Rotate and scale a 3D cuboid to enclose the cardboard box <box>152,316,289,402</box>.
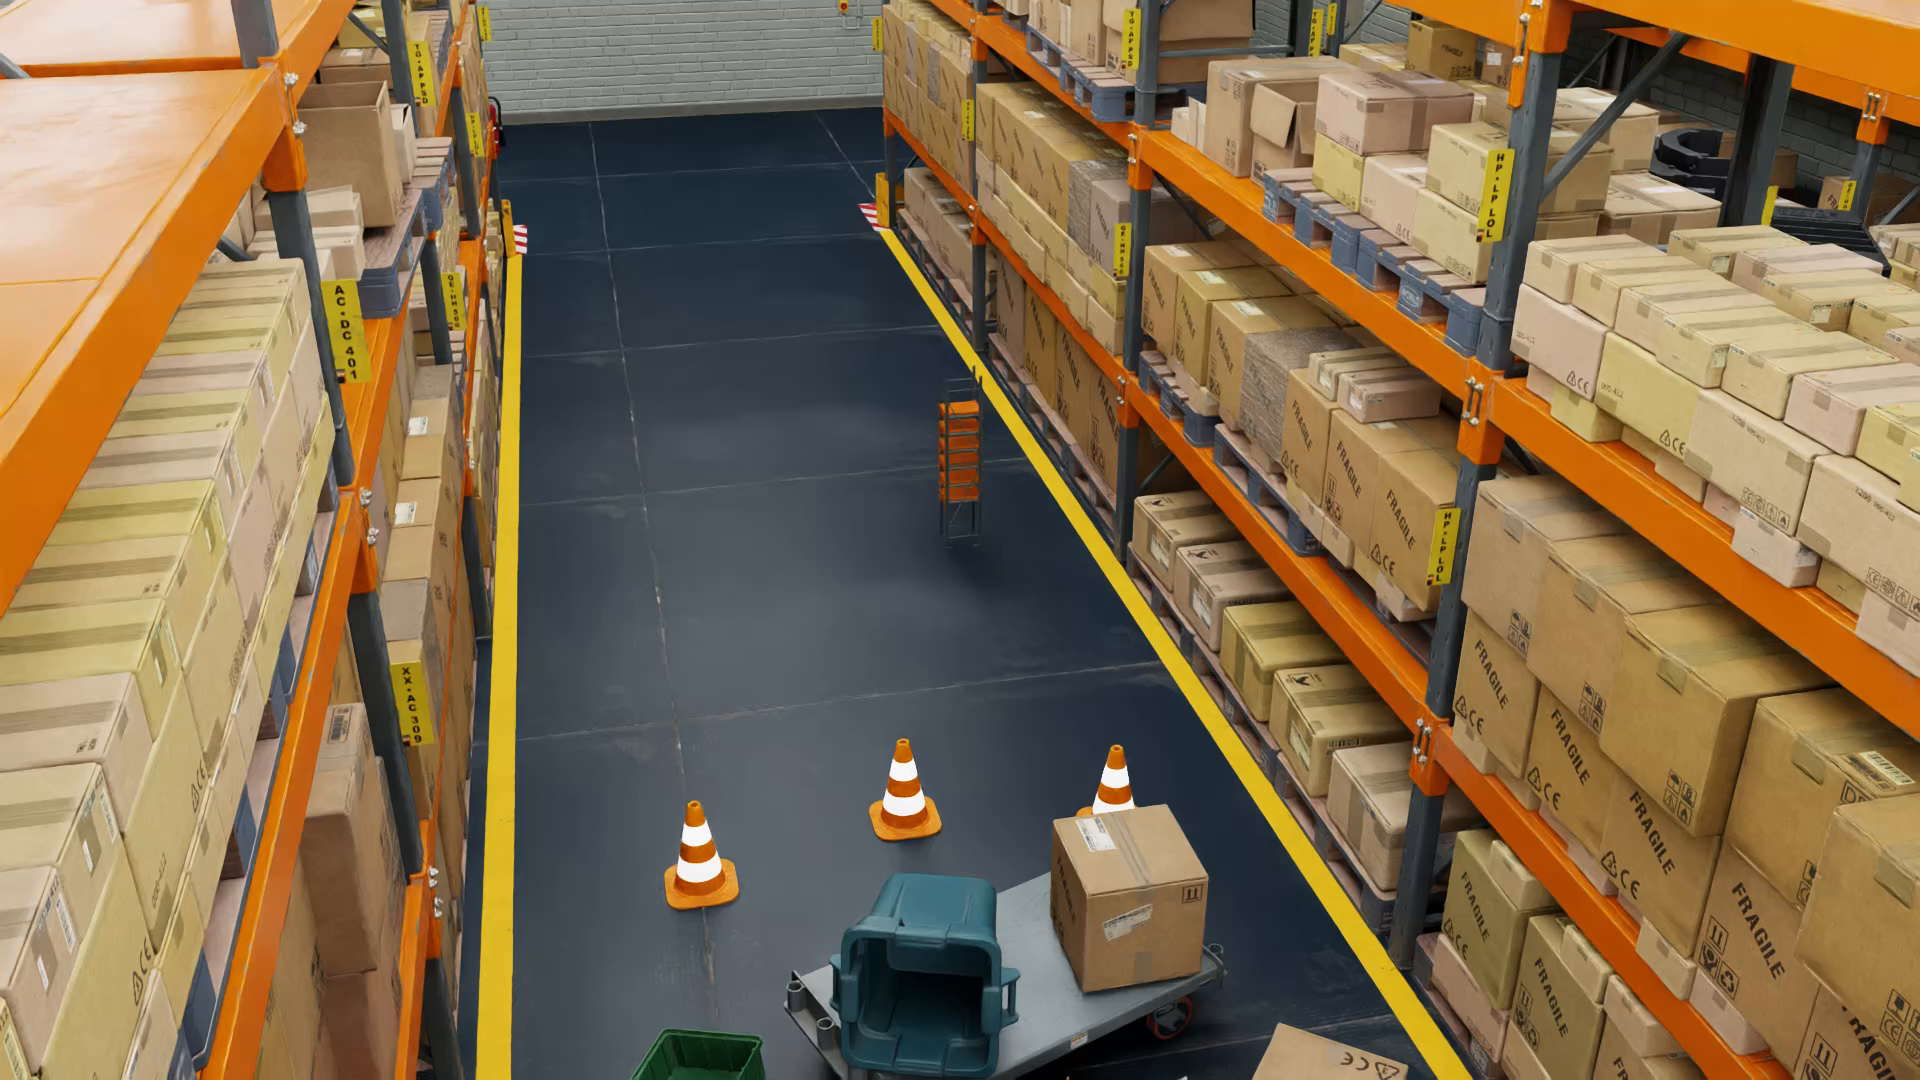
[{"bbox_3d":[-1.886,-0.432,4.111,0.380,0.149,0.250,-6,27,-12],"label":"cardboard box"}]

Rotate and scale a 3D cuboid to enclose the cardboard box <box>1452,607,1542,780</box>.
[{"bbox_3d":[2.236,0.531,6.275,0.500,0.500,0.500,-6,27,-12],"label":"cardboard box"}]

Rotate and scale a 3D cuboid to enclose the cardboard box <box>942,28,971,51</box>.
[{"bbox_3d":[0.059,-4.361,14.468,0.380,0.149,0.250,-6,27,-12],"label":"cardboard box"}]

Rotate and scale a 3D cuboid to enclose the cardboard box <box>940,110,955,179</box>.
[{"bbox_3d":[0.130,-3.473,14.537,0.500,0.500,0.500,-7,28,-13],"label":"cardboard box"}]

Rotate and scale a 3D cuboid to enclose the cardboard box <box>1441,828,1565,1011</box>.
[{"bbox_3d":[2.278,1.479,6.591,0.500,0.500,0.500,-5,27,-9],"label":"cardboard box"}]

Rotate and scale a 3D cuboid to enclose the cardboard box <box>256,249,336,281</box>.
[{"bbox_3d":[-2.384,-0.906,5.935,0.250,0.149,0.380,-6,27,-12],"label":"cardboard box"}]

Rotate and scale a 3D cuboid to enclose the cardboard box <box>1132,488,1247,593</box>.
[{"bbox_3d":[1.624,-0.034,10.286,0.950,0.372,0.625,-8,28,-15],"label":"cardboard box"}]

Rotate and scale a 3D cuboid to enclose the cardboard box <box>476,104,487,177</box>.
[{"bbox_3d":[-4.258,-3.340,13.943,0.500,0.500,0.500,-7,28,-13],"label":"cardboard box"}]

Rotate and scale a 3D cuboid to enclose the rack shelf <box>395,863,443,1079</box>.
[{"bbox_3d":[-1.941,2.233,4.142,1.077,0.370,4.000,-6,27,-12],"label":"rack shelf"}]

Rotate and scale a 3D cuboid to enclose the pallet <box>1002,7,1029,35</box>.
[{"bbox_3d":[0.860,-3.881,12.341,0.805,0.209,1.217,-7,28,-14],"label":"pallet"}]

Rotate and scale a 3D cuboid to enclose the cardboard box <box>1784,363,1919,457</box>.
[{"bbox_3d":[2.508,-0.358,4.543,0.380,0.149,0.250,-6,27,-12],"label":"cardboard box"}]

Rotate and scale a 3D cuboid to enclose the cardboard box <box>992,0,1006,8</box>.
[{"bbox_3d":[0.521,-4.180,12.143,0.500,0.500,0.500,-6,27,-13],"label":"cardboard box"}]

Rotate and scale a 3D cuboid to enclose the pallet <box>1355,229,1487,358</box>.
[{"bbox_3d":[2.373,-1.050,6.728,1.213,0.211,1.003,-6,27,-12],"label":"pallet"}]

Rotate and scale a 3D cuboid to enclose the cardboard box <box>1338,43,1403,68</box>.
[{"bbox_3d":[4.379,-5.126,17.760,0.500,0.250,0.500,-6,27,-11],"label":"cardboard box"}]

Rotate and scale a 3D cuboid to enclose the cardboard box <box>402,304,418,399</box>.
[{"bbox_3d":[-3.202,-1.015,8.558,0.700,0.500,0.500,-6,27,-12],"label":"cardboard box"}]

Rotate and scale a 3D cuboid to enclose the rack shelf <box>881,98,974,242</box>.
[{"bbox_3d":[0.154,-3.582,15.663,1.077,0.370,4.000,-6,27,-12],"label":"rack shelf"}]

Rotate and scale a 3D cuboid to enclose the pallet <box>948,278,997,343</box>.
[{"bbox_3d":[0.510,-2.122,15.066,1.003,0.211,1.213,-6,27,-12],"label":"pallet"}]

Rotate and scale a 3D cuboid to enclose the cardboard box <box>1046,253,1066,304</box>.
[{"bbox_3d":[0.911,-1.843,11.586,0.500,0.250,0.500,-6,27,-12],"label":"cardboard box"}]

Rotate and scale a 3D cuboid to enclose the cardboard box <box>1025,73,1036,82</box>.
[{"bbox_3d":[0.734,-3.750,13.976,0.500,0.500,0.500,-6,27,-11],"label":"cardboard box"}]

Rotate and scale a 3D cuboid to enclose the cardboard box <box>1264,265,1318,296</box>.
[{"bbox_3d":[2.007,-1.237,9.311,0.500,0.500,0.500,-6,27,-12],"label":"cardboard box"}]

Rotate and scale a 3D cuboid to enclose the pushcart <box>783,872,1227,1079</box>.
[{"bbox_3d":[0.198,1.911,6.892,1.648,0.377,0.936,-16,31,-29],"label":"pushcart"}]

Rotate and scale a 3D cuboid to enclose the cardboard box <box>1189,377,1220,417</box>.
[{"bbox_3d":[1.488,-0.808,9.180,0.380,0.149,0.250,-6,27,-11],"label":"cardboard box"}]

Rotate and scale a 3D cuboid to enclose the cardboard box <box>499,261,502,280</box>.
[{"bbox_3d":[-4.455,-2.499,15.416,0.380,0.149,0.250,-7,28,-14],"label":"cardboard box"}]

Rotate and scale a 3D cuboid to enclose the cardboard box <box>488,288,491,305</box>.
[{"bbox_3d":[-4.075,-1.958,13.684,0.380,0.149,0.250,-5,27,-9],"label":"cardboard box"}]

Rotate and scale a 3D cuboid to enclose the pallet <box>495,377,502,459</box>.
[{"bbox_3d":[-4.018,-0.892,12.629,1.003,0.211,1.213,-6,27,-12],"label":"pallet"}]

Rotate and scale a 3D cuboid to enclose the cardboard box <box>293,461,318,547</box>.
[{"bbox_3d":[-1.882,-0.074,4.286,0.380,0.149,0.250,-6,27,-11],"label":"cardboard box"}]

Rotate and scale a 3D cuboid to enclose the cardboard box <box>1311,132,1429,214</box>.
[{"bbox_3d":[1.912,-1.661,7.430,0.500,0.250,0.500,-6,27,-11],"label":"cardboard box"}]

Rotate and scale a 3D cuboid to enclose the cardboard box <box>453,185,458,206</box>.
[{"bbox_3d":[-3.913,-2.532,12.266,0.380,0.149,0.250,-5,27,-10],"label":"cardboard box"}]

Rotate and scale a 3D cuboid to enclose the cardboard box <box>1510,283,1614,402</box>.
[{"bbox_3d":[2.240,-0.697,5.656,0.500,0.250,0.500,-7,28,-13],"label":"cardboard box"}]

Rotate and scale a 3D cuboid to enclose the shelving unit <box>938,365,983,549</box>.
[{"bbox_3d":[0.003,-0.529,10.814,0.258,1.200,0.189,-6,27,-12],"label":"shelving unit"}]

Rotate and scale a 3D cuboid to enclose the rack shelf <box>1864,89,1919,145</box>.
[{"bbox_3d":[6.792,-1.915,9.030,1.077,0.370,4.000,-6,27,-12],"label":"rack shelf"}]

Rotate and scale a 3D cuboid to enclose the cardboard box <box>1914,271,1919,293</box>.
[{"bbox_3d":[6.315,-1.491,10.334,0.500,0.250,0.500,-5,27,-10],"label":"cardboard box"}]

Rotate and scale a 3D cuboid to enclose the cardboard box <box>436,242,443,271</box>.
[{"bbox_3d":[-3.445,-1.746,10.380,0.380,0.149,0.250,-5,27,-9],"label":"cardboard box"}]

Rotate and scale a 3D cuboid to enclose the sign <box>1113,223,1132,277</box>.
[{"bbox_3d":[0.967,-1.728,9.906,0.100,0.325,0.005,-6,27,-12],"label":"sign"}]

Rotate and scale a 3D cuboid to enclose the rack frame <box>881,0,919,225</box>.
[{"bbox_3d":[-0.296,-4.781,17.240,1.000,3.000,0.127,-6,27,-12],"label":"rack frame"}]

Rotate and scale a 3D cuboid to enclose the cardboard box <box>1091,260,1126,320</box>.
[{"bbox_3d":[1.150,-1.612,10.573,0.500,0.250,0.500,-6,27,-12],"label":"cardboard box"}]

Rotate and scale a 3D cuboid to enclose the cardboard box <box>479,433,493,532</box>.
[{"bbox_3d":[-3.321,-0.350,10.770,0.500,0.500,0.500,-6,27,-11],"label":"cardboard box"}]

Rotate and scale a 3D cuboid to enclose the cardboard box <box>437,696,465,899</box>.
[{"bbox_3d":[-2.833,1.164,7.493,1.050,0.750,0.750,-6,27,-12],"label":"cardboard box"}]

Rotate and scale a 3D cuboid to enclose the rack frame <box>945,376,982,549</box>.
[{"bbox_3d":[0.024,-0.489,10.734,0.240,1.200,0.006,-6,27,-12],"label":"rack frame"}]

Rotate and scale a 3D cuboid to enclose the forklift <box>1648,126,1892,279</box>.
[{"bbox_3d":[4.333,-0.716,9.262,3.031,2.935,1.130,8,28,15],"label":"forklift"}]

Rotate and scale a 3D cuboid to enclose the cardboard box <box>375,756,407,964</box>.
[{"bbox_3d":[-2.297,1.128,5.367,0.875,0.550,0.550,-6,27,-12],"label":"cardboard box"}]

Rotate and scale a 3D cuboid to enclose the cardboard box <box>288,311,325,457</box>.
[{"bbox_3d":[-2.031,-0.413,4.516,0.500,0.250,0.500,-6,27,-12],"label":"cardboard box"}]

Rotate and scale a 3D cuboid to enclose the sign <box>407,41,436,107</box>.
[{"bbox_3d":[-2.751,-2.380,8.492,0.100,0.325,0.005,-6,27,-12],"label":"sign"}]

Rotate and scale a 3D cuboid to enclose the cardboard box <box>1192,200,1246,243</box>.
[{"bbox_3d":[1.634,-2.001,10.512,0.500,0.500,0.500,-7,28,-13],"label":"cardboard box"}]

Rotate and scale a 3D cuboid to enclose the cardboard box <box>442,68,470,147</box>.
[{"bbox_3d":[-4.059,-3.325,12.804,0.500,0.500,0.500,-5,27,-10],"label":"cardboard box"}]

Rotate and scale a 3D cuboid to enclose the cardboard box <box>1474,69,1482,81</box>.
[{"bbox_3d":[5.241,-4.504,16.527,0.500,0.250,0.500,-6,27,-12],"label":"cardboard box"}]

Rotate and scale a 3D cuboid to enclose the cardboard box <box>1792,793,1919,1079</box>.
[{"bbox_3d":[2.660,0.981,4.274,0.700,0.500,0.500,-6,27,-12],"label":"cardboard box"}]

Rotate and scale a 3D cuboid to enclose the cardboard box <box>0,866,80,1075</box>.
[{"bbox_3d":[-1.369,0.574,2.119,0.380,0.149,0.250,-6,27,-12],"label":"cardboard box"}]

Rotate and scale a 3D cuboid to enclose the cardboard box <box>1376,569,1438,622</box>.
[{"bbox_3d":[2.023,0.214,7.157,0.380,0.149,0.250,-6,27,-11],"label":"cardboard box"}]

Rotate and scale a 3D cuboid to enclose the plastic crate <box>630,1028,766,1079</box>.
[{"bbox_3d":[-1.076,2.207,6.452,0.450,0.188,0.662,-2,25,20],"label":"plastic crate"}]

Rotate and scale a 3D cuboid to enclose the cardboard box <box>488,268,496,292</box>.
[{"bbox_3d":[-4.291,-2.282,14.656,0.380,0.149,0.250,-6,27,-12],"label":"cardboard box"}]

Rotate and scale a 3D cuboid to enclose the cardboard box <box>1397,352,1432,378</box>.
[{"bbox_3d":[2.301,-0.876,7.877,0.380,0.149,0.250,-4,27,-9],"label":"cardboard box"}]

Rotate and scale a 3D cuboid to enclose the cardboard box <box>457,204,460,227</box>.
[{"bbox_3d":[-3.912,-2.399,12.334,0.380,0.149,0.250,-7,28,-13],"label":"cardboard box"}]
